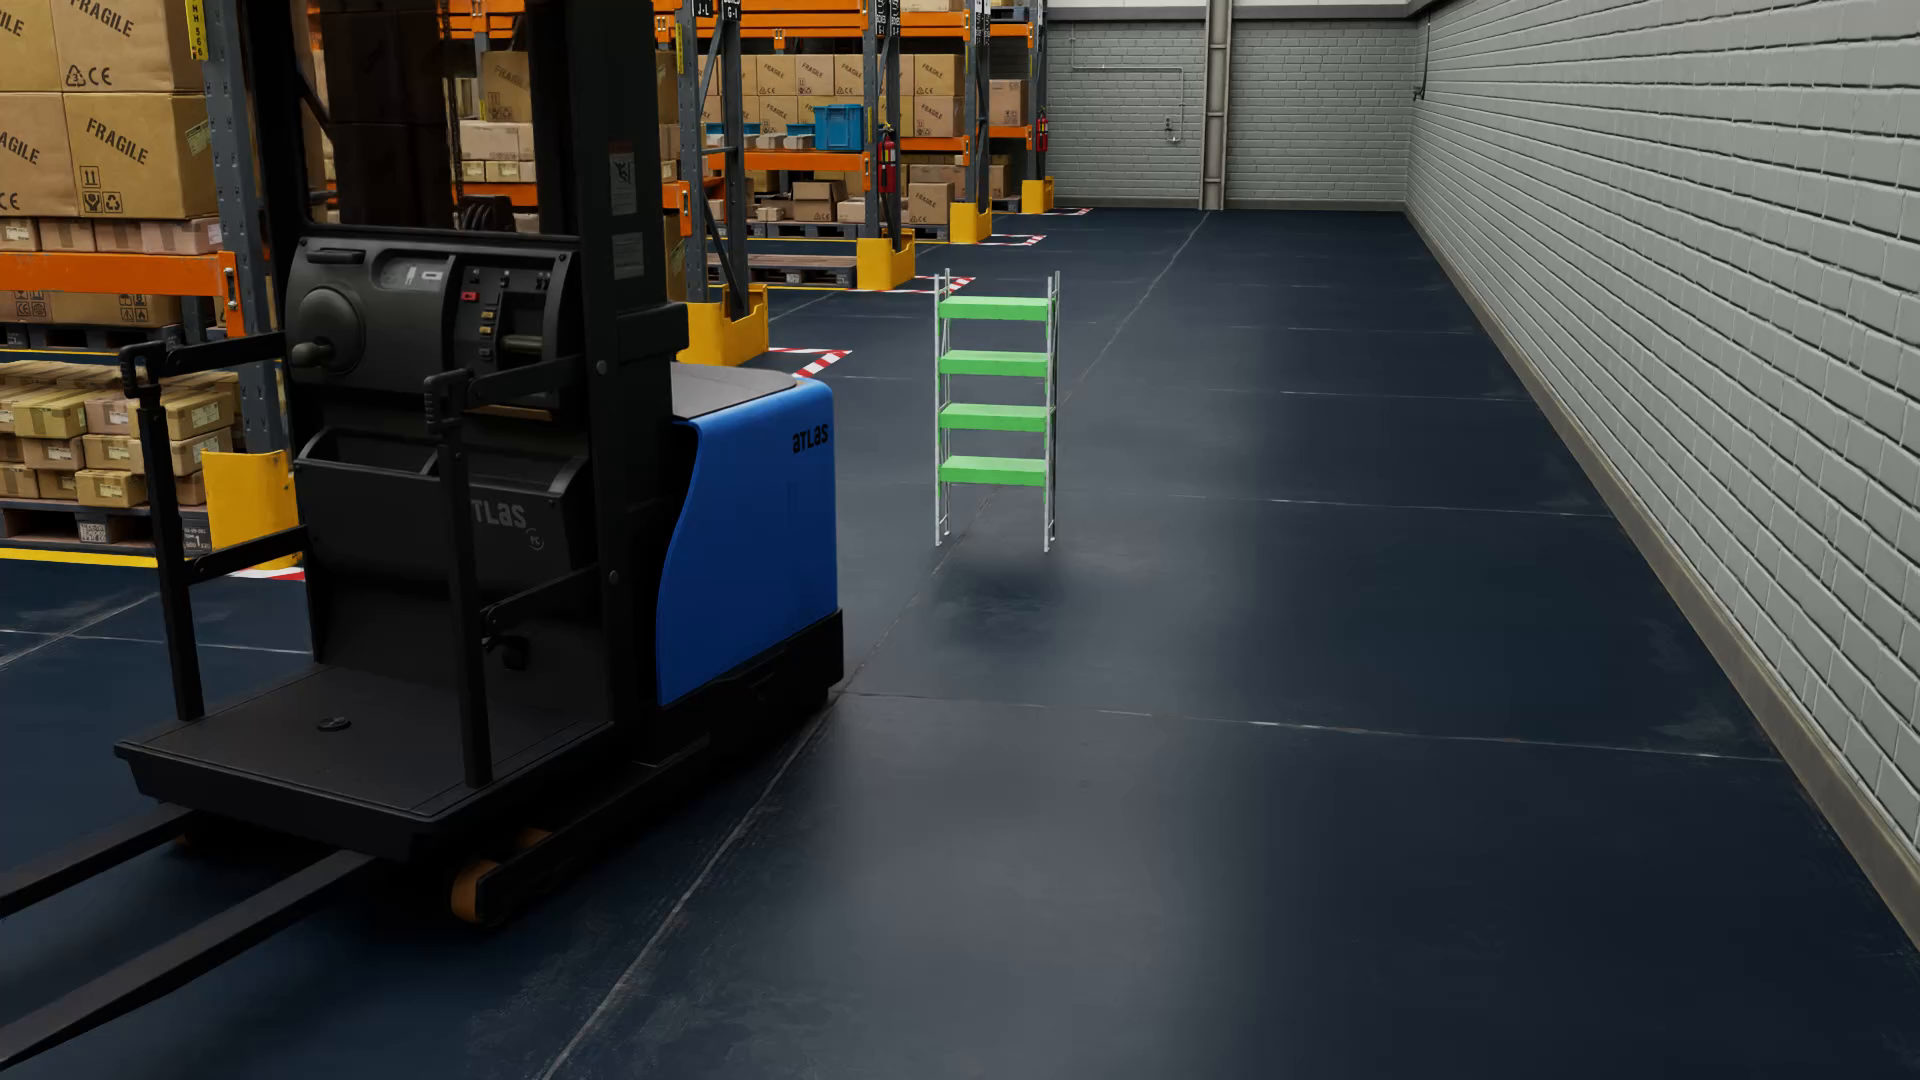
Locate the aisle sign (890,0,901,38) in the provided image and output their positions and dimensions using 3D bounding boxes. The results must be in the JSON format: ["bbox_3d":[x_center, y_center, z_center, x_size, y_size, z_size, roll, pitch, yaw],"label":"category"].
[{"bbox_3d":[-0.640,-5.386,16.448,0.004,0.787,0.394,3,16,11],"label":"aisle sign"}]

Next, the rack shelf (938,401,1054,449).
[{"bbox_3d":[0.162,-0.508,7.317,0.480,0.148,0.258,3,16,11],"label":"rack shelf"}]

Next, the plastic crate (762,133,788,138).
[{"bbox_3d":[-1.908,-4.135,17.184,0.298,0.136,0.250,3,16,11],"label":"plastic crate"}]

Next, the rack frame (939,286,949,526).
[{"bbox_3d":[-0.077,-0.582,7.346,0.006,1.046,0.228,3,16,11],"label":"rack frame"}]

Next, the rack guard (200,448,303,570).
[{"bbox_3d":[-2.918,-0.271,7.534,0.348,0.500,1.175,3,16,11],"label":"rack guard"}]

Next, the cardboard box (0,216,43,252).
[{"bbox_3d":[-3.959,-1.334,7.159,0.250,0.149,0.380,4,16,13],"label":"cardboard box"}]

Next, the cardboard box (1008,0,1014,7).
[{"bbox_3d":[0.538,-8.378,25.806,0.500,0.250,0.500,4,16,14],"label":"cardboard box"}]

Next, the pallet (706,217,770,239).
[{"bbox_3d":[-3.026,-4.187,22.213,1.213,0.211,1.003,3,16,11],"label":"pallet"}]

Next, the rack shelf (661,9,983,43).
[{"bbox_3d":[-1.739,-6.560,21.285,4.000,0.370,1.077,3,16,11],"label":"rack shelf"}]

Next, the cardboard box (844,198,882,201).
[{"bbox_3d":[-1.235,-4.398,22.078,0.500,0.250,0.500,3,16,11],"label":"cardboard box"}]

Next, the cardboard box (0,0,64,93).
[{"bbox_3d":[-3.839,-2.131,6.950,0.500,0.500,0.500,3,16,9],"label":"cardboard box"}]

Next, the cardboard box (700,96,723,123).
[{"bbox_3d":[-3.253,-5.518,21.605,0.500,0.500,0.500,4,16,13],"label":"cardboard box"}]

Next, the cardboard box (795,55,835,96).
[{"bbox_3d":[-1.777,-5.917,21.174,0.500,0.500,0.500,4,16,13],"label":"cardboard box"}]

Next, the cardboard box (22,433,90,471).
[{"bbox_3d":[-3.928,-0.424,7.401,0.250,0.149,0.380,2,16,9],"label":"cardboard box"}]

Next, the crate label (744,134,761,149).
[{"bbox_3d":[-2.164,-3.985,16.641,0.243,0.136,0.396,3,16,11],"label":"crate label"}]

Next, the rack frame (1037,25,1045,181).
[{"bbox_3d":[1.204,-6.650,25.881,0.053,2.616,0.949,3,16,11],"label":"rack frame"}]

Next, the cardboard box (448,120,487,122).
[{"bbox_3d":[-9.311,-4.769,18.344,13.767,0.500,10.544,3,16,10],"label":"cardboard box"}]

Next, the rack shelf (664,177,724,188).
[{"bbox_3d":[-3.716,-2.652,12.295,3.809,0.052,0.919,3,16,11],"label":"rack shelf"}]

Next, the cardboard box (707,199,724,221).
[{"bbox_3d":[-3.330,-4.405,21.989,0.500,0.311,0.500,3,16,11],"label":"cardboard box"}]

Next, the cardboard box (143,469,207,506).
[{"bbox_3d":[-3.401,-0.274,7.415,0.250,0.149,0.380,3,16,12],"label":"cardboard box"}]

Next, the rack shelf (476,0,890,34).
[{"bbox_3d":[-2.729,-5.265,16.608,4.000,0.370,1.077,3,16,11],"label":"rack shelf"}]

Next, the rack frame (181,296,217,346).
[{"bbox_3d":[-5.676,-2.977,12.619,0.127,3.000,1.000,3,16,11],"label":"rack frame"}]

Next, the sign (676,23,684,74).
[{"bbox_3d":[-1.878,-3.295,11.155,0.005,0.325,0.100,3,16,11],"label":"sign"}]

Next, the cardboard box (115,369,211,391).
[{"bbox_3d":[-3.805,-0.734,7.961,0.250,0.149,0.380,3,16,11],"label":"cardboard box"}]

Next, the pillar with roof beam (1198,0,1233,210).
[{"bbox_3d":[3.165,-8.499,21.316,0.400,9.000,9.100,3,16,11],"label":"pillar with roof beam"}]

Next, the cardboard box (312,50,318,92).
[{"bbox_3d":[-4.777,-3.289,12.064,0.500,0.500,0.500,3,16,11],"label":"cardboard box"}]

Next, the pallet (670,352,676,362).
[{"bbox_3d":[-2.556,-1.442,12.303,1.213,0.211,1.003,3,16,11],"label":"pallet"}]

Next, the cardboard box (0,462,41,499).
[{"bbox_3d":[-4.160,-0.307,7.536,0.250,0.149,0.380,3,16,12],"label":"cardboard box"}]

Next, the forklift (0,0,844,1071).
[{"bbox_3d":[-1.489,-0.597,4.158,1.130,2.935,3.031,7,17,25],"label":"forklift"}]

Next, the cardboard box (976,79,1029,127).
[{"bbox_3d":[0.703,-6.820,25.933,0.700,0.700,0.980,4,16,14],"label":"cardboard box"}]

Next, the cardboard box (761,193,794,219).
[{"bbox_3d":[-2.349,-4.488,22.288,0.500,0.311,0.500,3,16,11],"label":"cardboard box"}]

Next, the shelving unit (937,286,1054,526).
[{"bbox_3d":[0.159,-0.570,7.301,0.487,1.046,0.258,3,16,11],"label":"shelving unit"}]

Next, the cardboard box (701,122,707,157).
[{"bbox_3d":[-2.173,-2.931,12.178,0.500,0.250,0.500,3,16,10],"label":"cardboard box"}]

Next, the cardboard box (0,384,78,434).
[{"bbox_3d":[-4.168,-0.588,7.435,0.250,0.149,0.380,2,16,9],"label":"cardboard box"}]

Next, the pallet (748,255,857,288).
[{"bbox_3d":[-1.570,-2.770,17.096,1.213,0.211,1.003,3,16,11],"label":"pallet"}]

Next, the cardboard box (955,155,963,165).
[{"bbox_3d":[0.086,-5.945,26.016,0.250,0.149,0.380,4,16,13],"label":"cardboard box"}]

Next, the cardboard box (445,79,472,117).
[{"bbox_3d":[-6.979,-6.027,22.658,0.500,0.500,0.700,-2,16,-8],"label":"cardboard box"}]

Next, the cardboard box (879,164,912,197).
[{"bbox_3d":[-1.009,-5.740,26.489,0.500,0.500,0.700,3,16,12],"label":"cardboard box"}]

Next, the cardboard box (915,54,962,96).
[{"bbox_3d":[-0.270,-5.837,20.884,0.500,0.500,0.500,3,16,11],"label":"cardboard box"}]

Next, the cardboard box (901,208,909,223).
[{"bbox_3d":[-0.740,-4.211,21.559,0.250,0.166,0.380,3,16,11],"label":"cardboard box"}]

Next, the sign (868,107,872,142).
[{"bbox_3d":[-0.863,-3.993,15.984,0.005,0.325,0.100,3,16,11],"label":"sign"}]

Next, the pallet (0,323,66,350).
[{"bbox_3d":[-7.647,-1.718,13.300,1.213,0.211,1.003,3,16,11],"label":"pallet"}]

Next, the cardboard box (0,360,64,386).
[{"bbox_3d":[-4.583,-0.769,8.087,0.250,0.149,0.380,3,16,12],"label":"cardboard box"}]

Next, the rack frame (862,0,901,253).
[{"bbox_3d":[-0.770,-4.060,16.528,0.127,3.000,1.000,3,16,11],"label":"rack frame"}]

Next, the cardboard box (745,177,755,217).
[{"bbox_3d":[-3.084,-4.619,22.407,0.500,0.500,0.500,3,16,11],"label":"cardboard box"}]

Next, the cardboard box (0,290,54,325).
[{"bbox_3d":[-7.183,-2.231,13.121,0.875,0.875,1.225,3,16,9],"label":"cardboard box"}]
